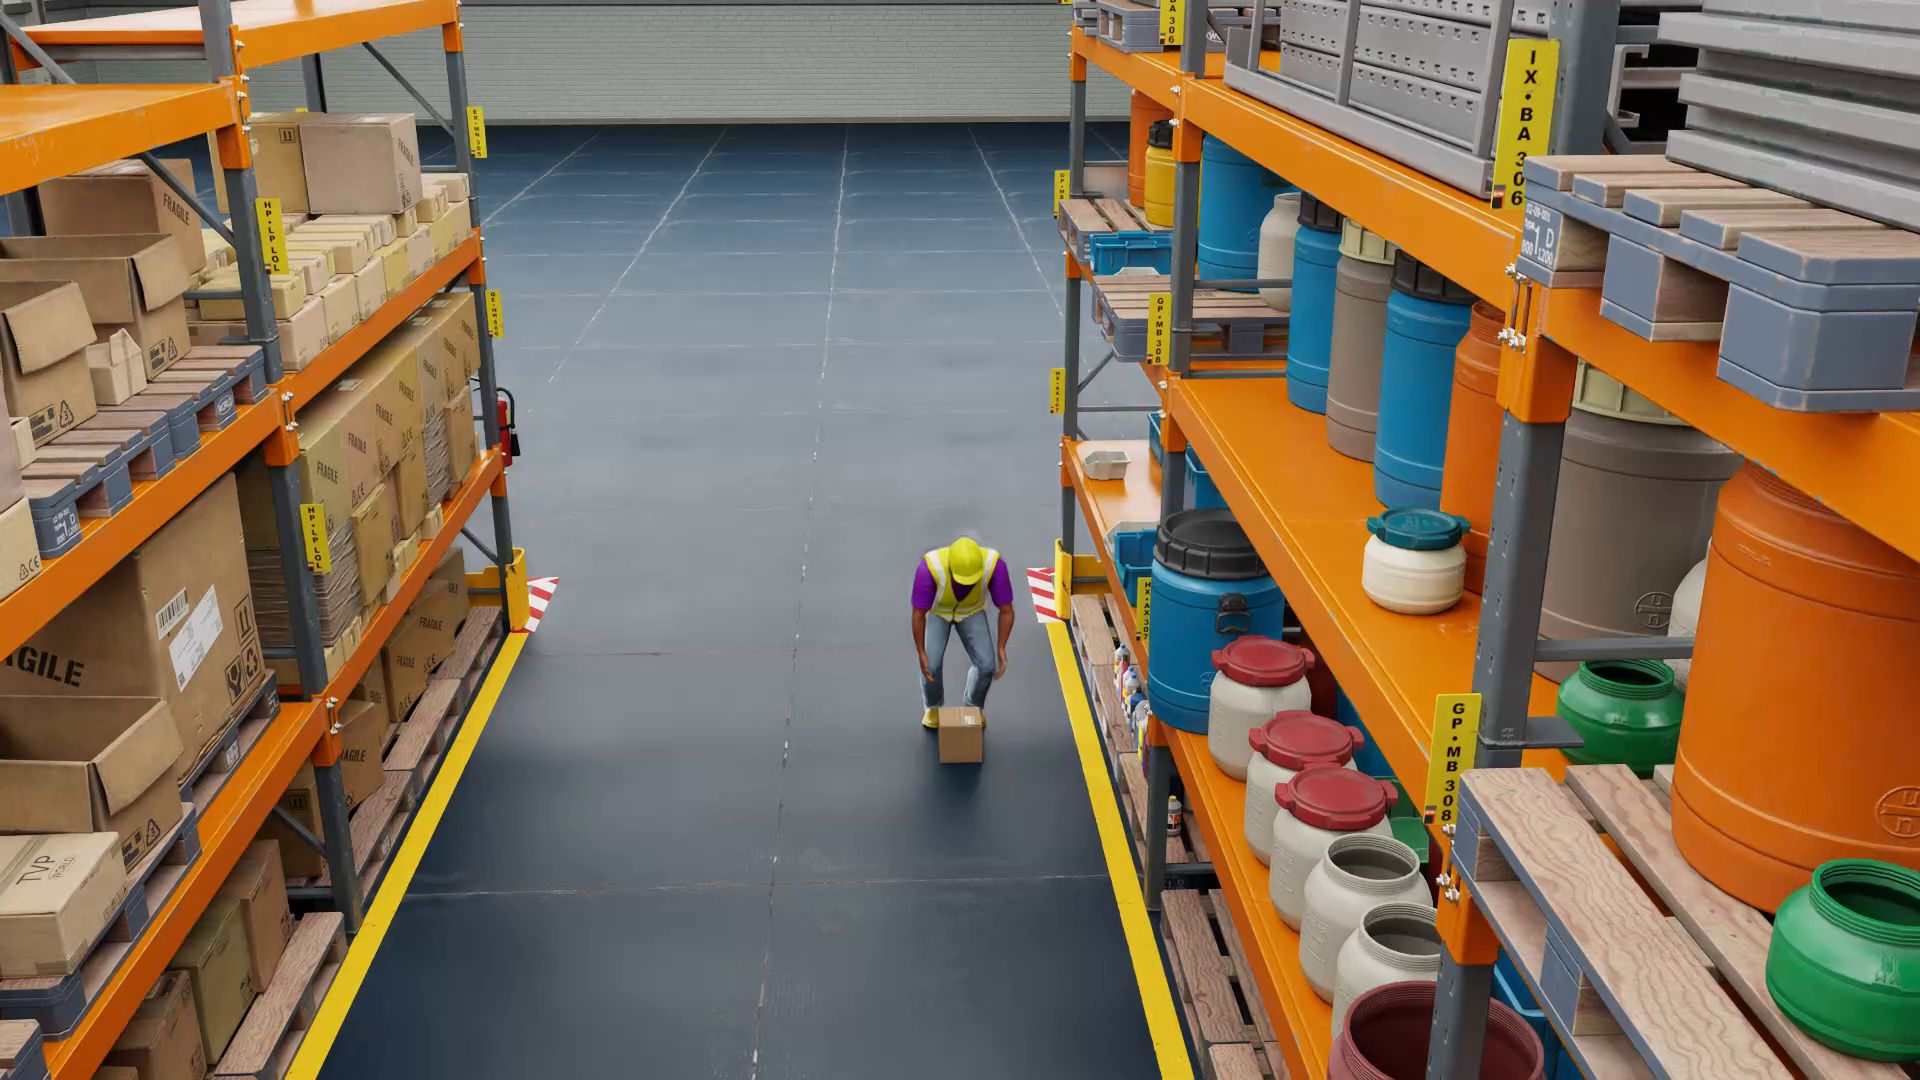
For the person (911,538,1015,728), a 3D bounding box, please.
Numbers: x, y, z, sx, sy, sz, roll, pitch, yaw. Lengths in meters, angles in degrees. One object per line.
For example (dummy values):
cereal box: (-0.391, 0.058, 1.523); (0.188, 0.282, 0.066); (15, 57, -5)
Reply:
person: (0.011, 0.527, 10.226); (0.631, 1.343, 0.792); (-1, 20, -3)
